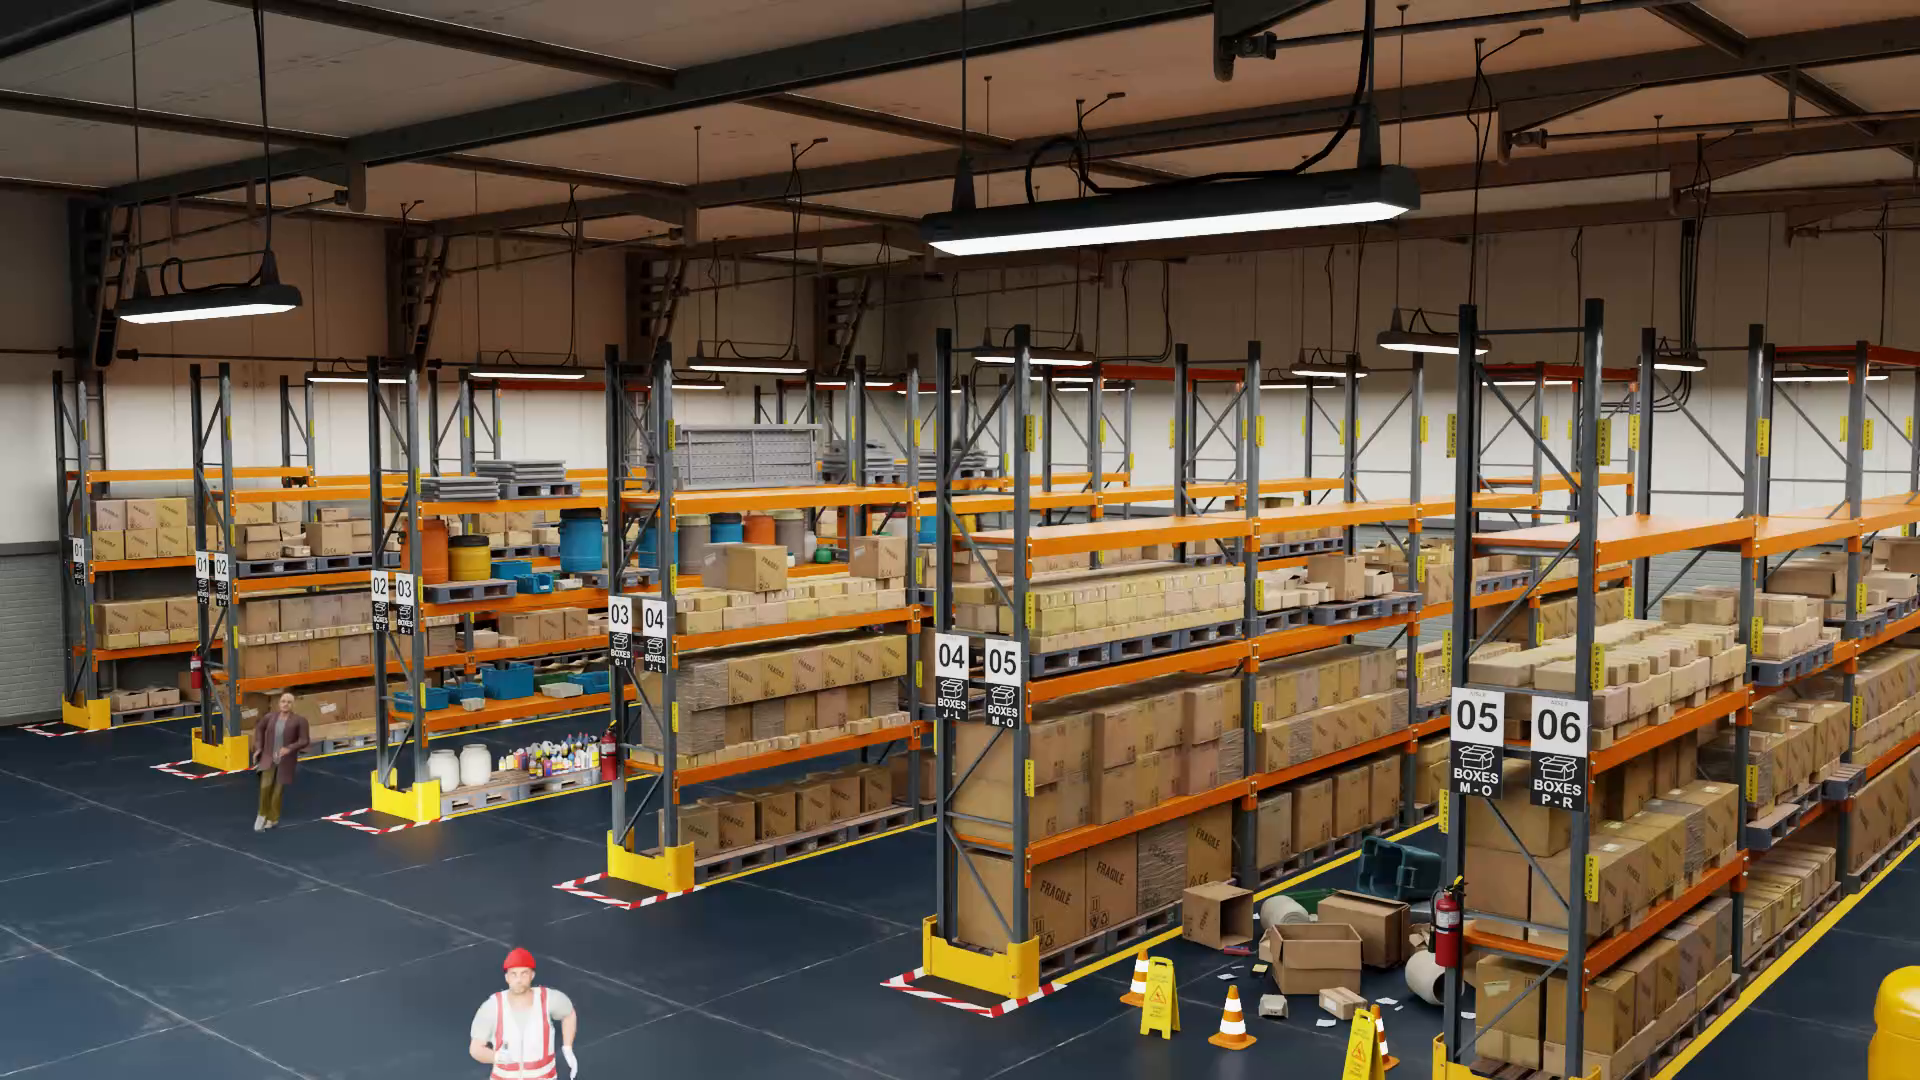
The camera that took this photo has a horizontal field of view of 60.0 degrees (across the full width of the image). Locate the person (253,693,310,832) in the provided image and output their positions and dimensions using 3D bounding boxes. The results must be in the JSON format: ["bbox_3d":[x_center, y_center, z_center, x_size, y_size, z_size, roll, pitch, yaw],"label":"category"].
[{"bbox_3d":[-8.520,2.783,20.856,0.697,1.712,0.675,-1,4,-12],"label":"person"}]

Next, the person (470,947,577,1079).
[{"bbox_3d":[-2.767,3.501,10.576,0.648,1.845,0.799,-1,4,-8],"label":"person"}]
